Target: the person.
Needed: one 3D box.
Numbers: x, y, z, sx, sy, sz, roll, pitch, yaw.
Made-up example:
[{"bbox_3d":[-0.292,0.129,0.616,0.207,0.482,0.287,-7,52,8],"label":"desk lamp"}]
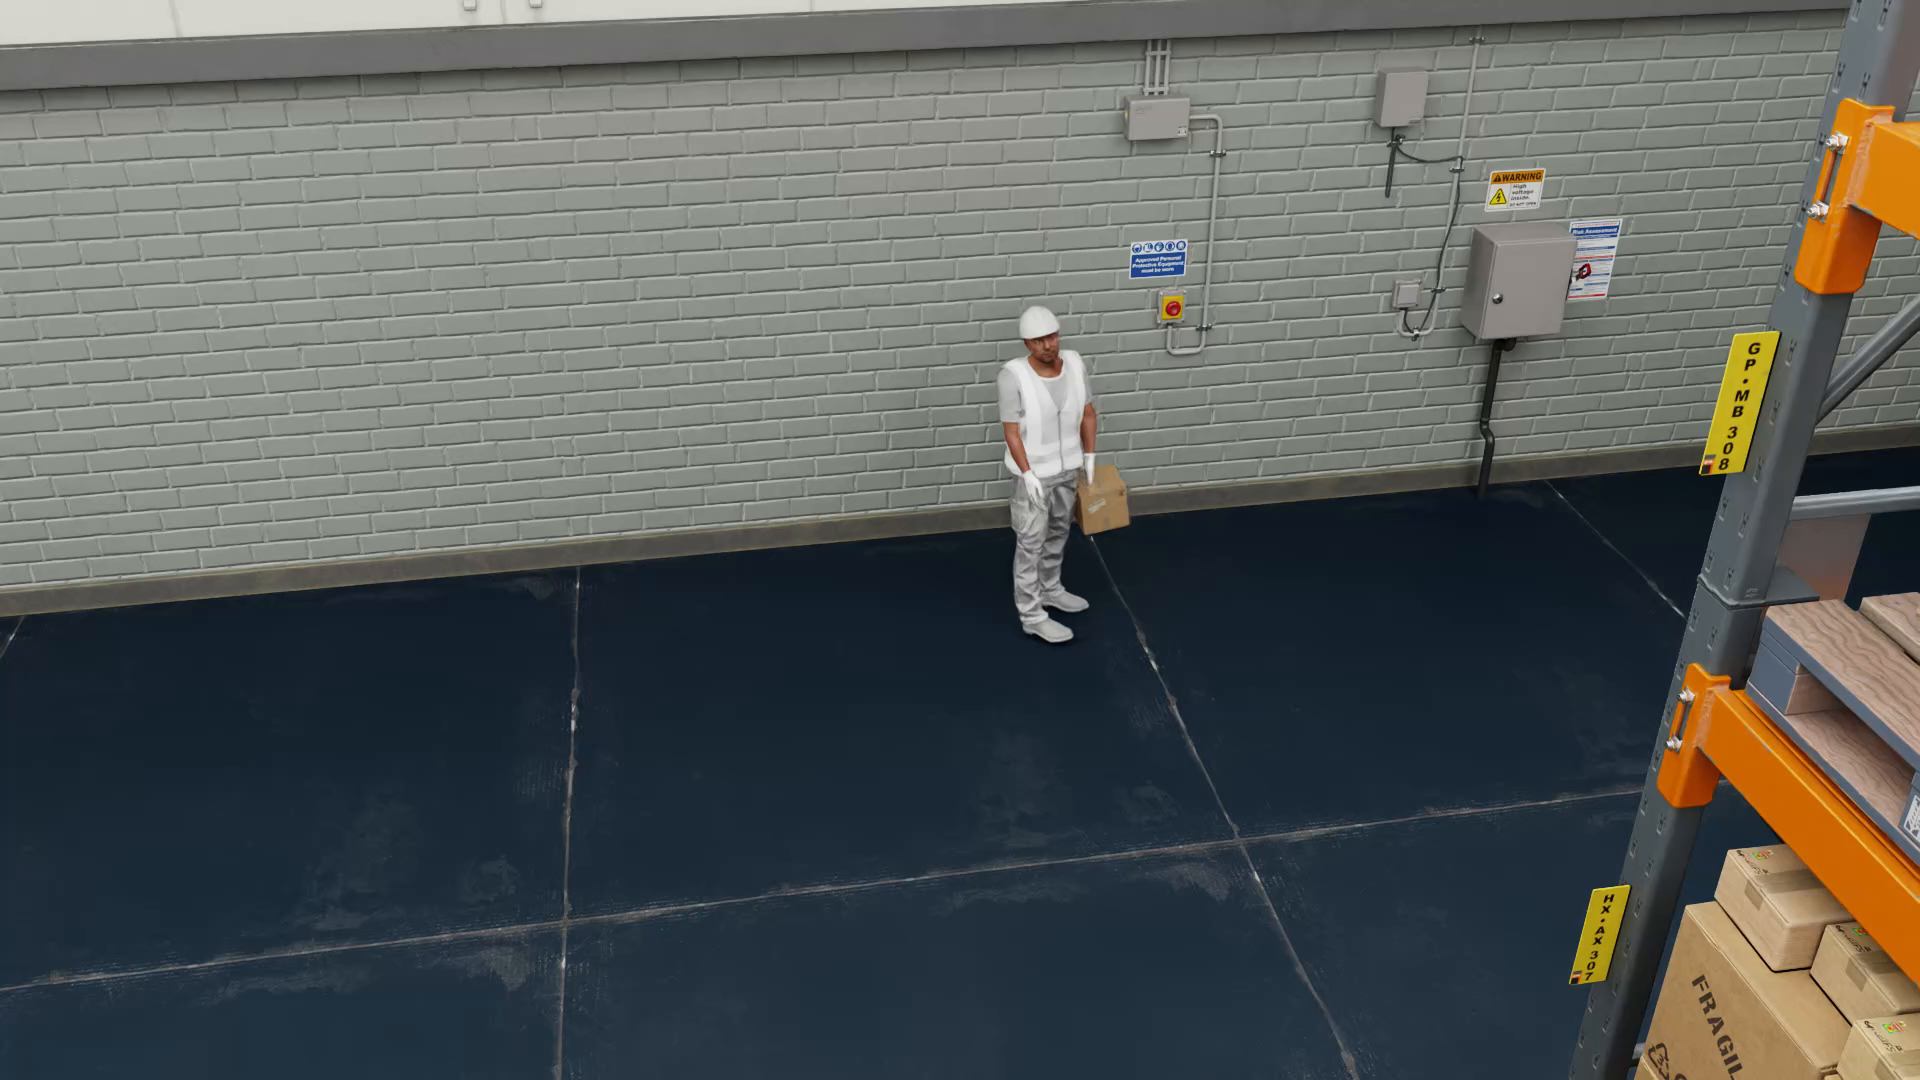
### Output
[{"bbox_3d":[0.510,-0.347,8.677,0.548,1.789,0.566,-20,36,-30],"label":"person"}]
